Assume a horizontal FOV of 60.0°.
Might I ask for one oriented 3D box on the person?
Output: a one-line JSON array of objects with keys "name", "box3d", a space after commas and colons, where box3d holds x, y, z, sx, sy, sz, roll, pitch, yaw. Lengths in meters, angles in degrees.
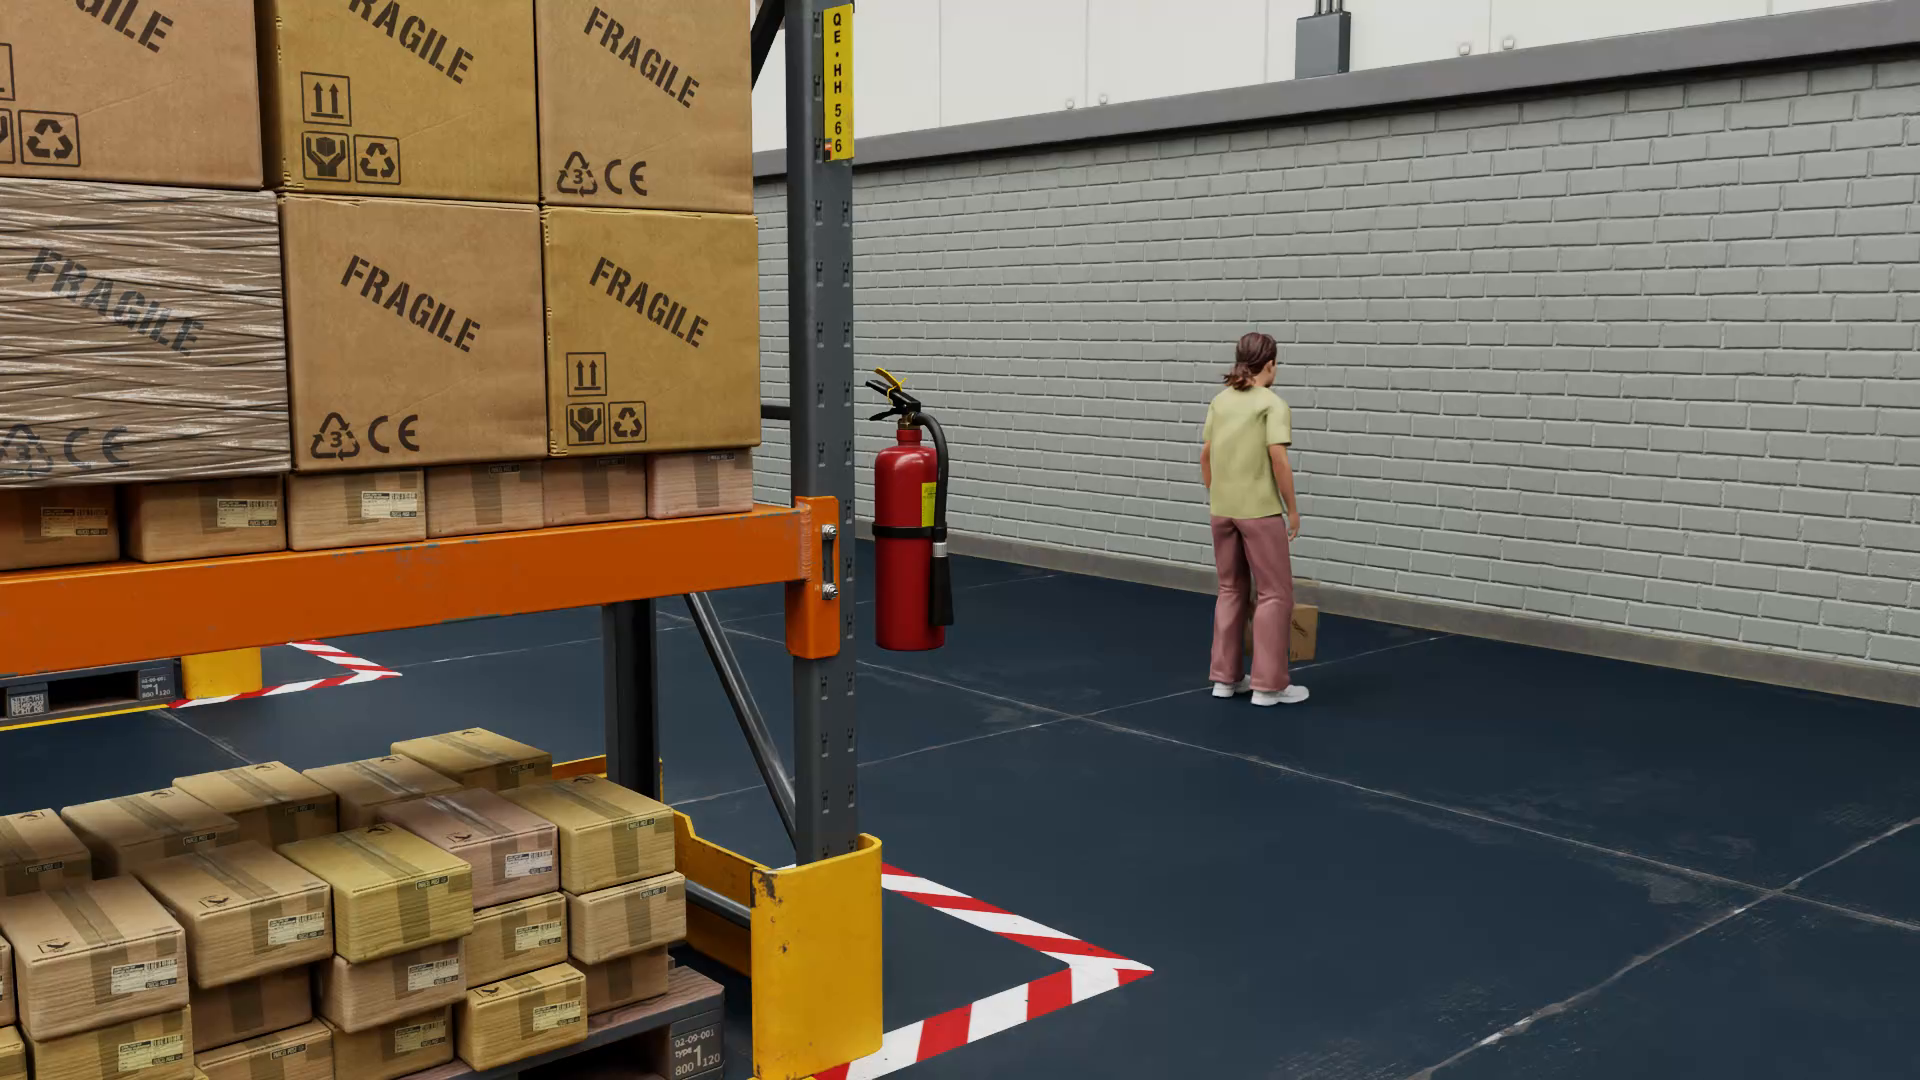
[{"name": "person", "box3d": [1.327, -0.103, 7.570, 0.364, 1.674, 0.488, -7, 10, -43]}]
